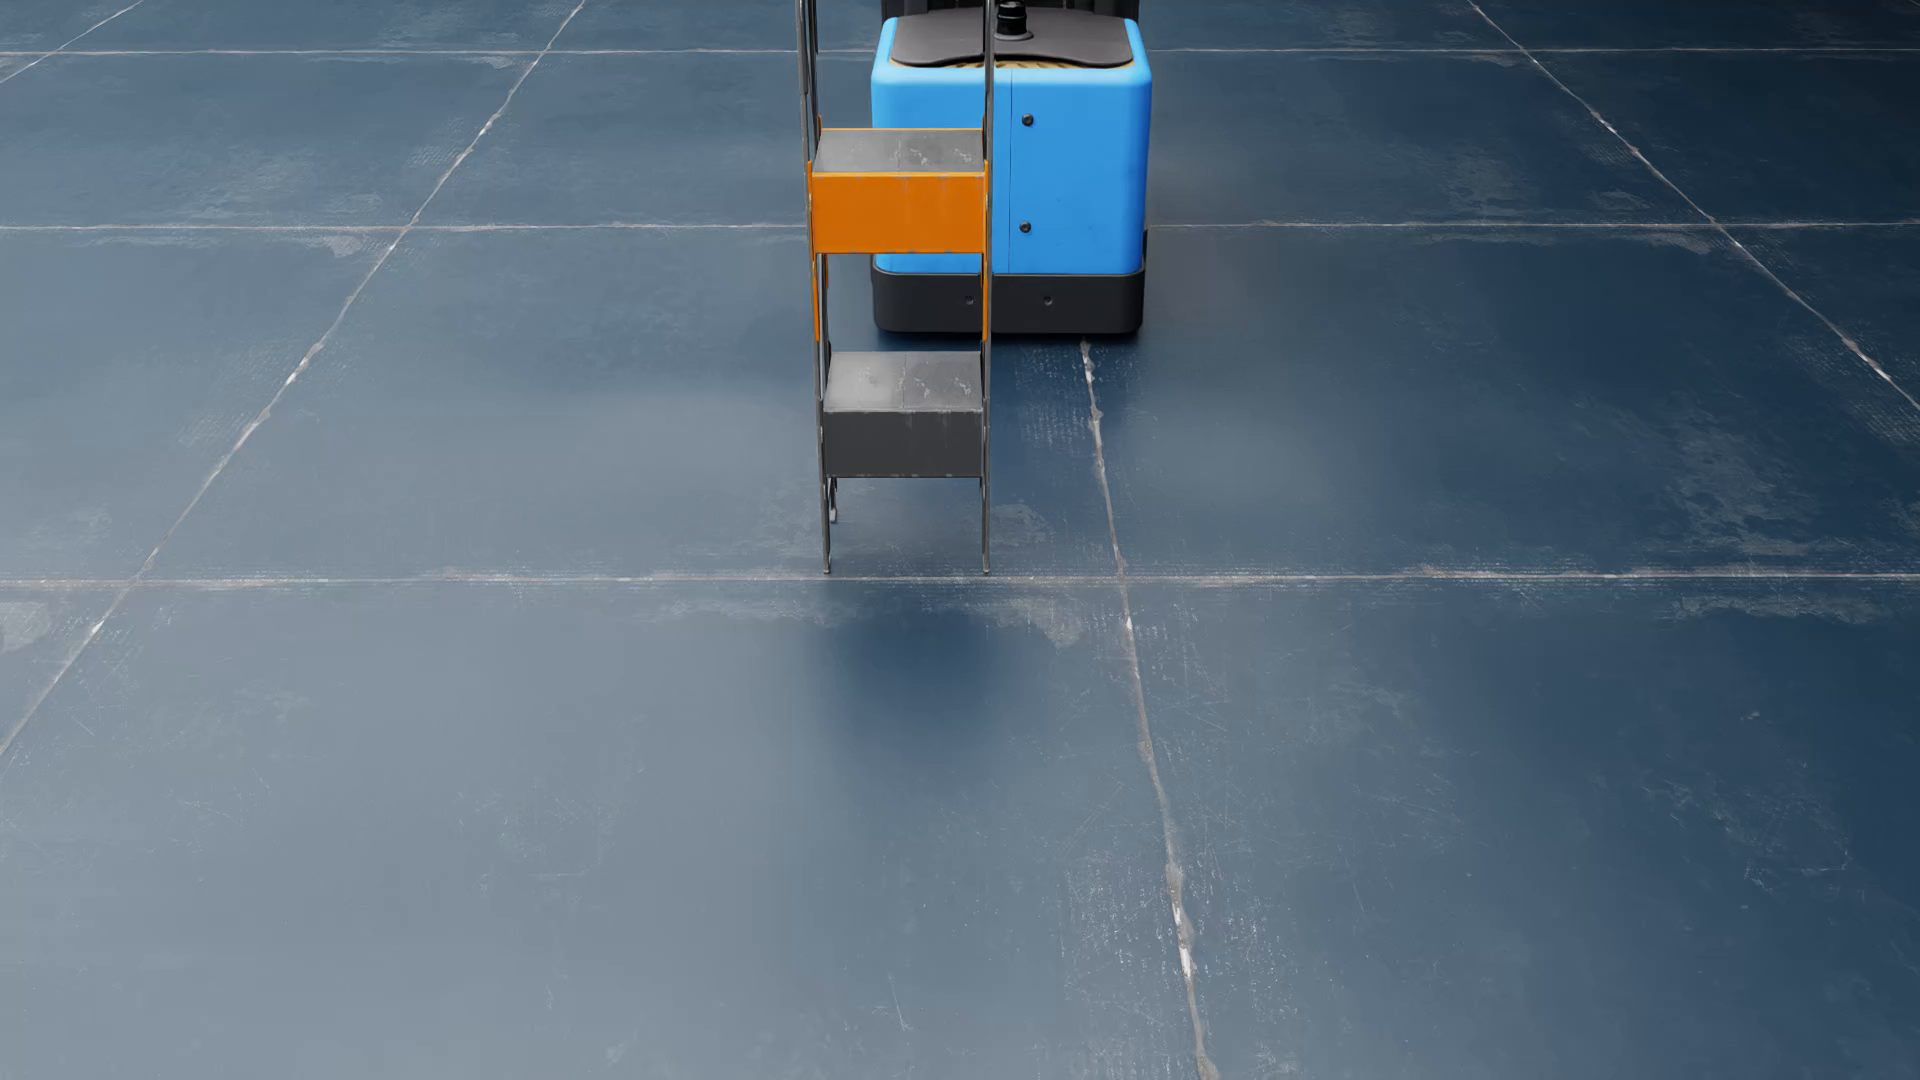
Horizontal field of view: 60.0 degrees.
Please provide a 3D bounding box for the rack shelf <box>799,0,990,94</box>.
[{"bbox_3d":[-0.166,-1.484,4.348,0.480,0.518,0.431,0,31,0],"label":"rack shelf"}]

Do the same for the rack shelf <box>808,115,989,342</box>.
[{"bbox_3d":[-0.166,-0.886,4.712,0.480,0.518,0.431,0,31,0],"label":"rack shelf"}]

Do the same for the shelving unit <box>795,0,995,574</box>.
[{"bbox_3d":[-0.166,-0.897,4.705,0.503,2.100,0.431,0,31,0],"label":"shelving unit"}]

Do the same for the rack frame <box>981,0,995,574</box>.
[{"bbox_3d":[0.078,-0.898,4.706,0.015,2.100,0.400,0,31,0],"label":"rack frame"}]

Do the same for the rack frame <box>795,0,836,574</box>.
[{"bbox_3d":[-0.410,-0.896,4.703,0.015,2.100,0.400,0,31,0],"label":"rack frame"}]

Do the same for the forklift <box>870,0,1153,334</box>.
[{"bbox_3d":[0.215,-2.778,7.003,1.130,2.935,3.031,1,31,1],"label":"forklift"}]

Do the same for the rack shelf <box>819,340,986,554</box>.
[{"bbox_3d":[-0.166,-0.287,5.075,0.480,0.518,0.431,0,31,0],"label":"rack shelf"}]
